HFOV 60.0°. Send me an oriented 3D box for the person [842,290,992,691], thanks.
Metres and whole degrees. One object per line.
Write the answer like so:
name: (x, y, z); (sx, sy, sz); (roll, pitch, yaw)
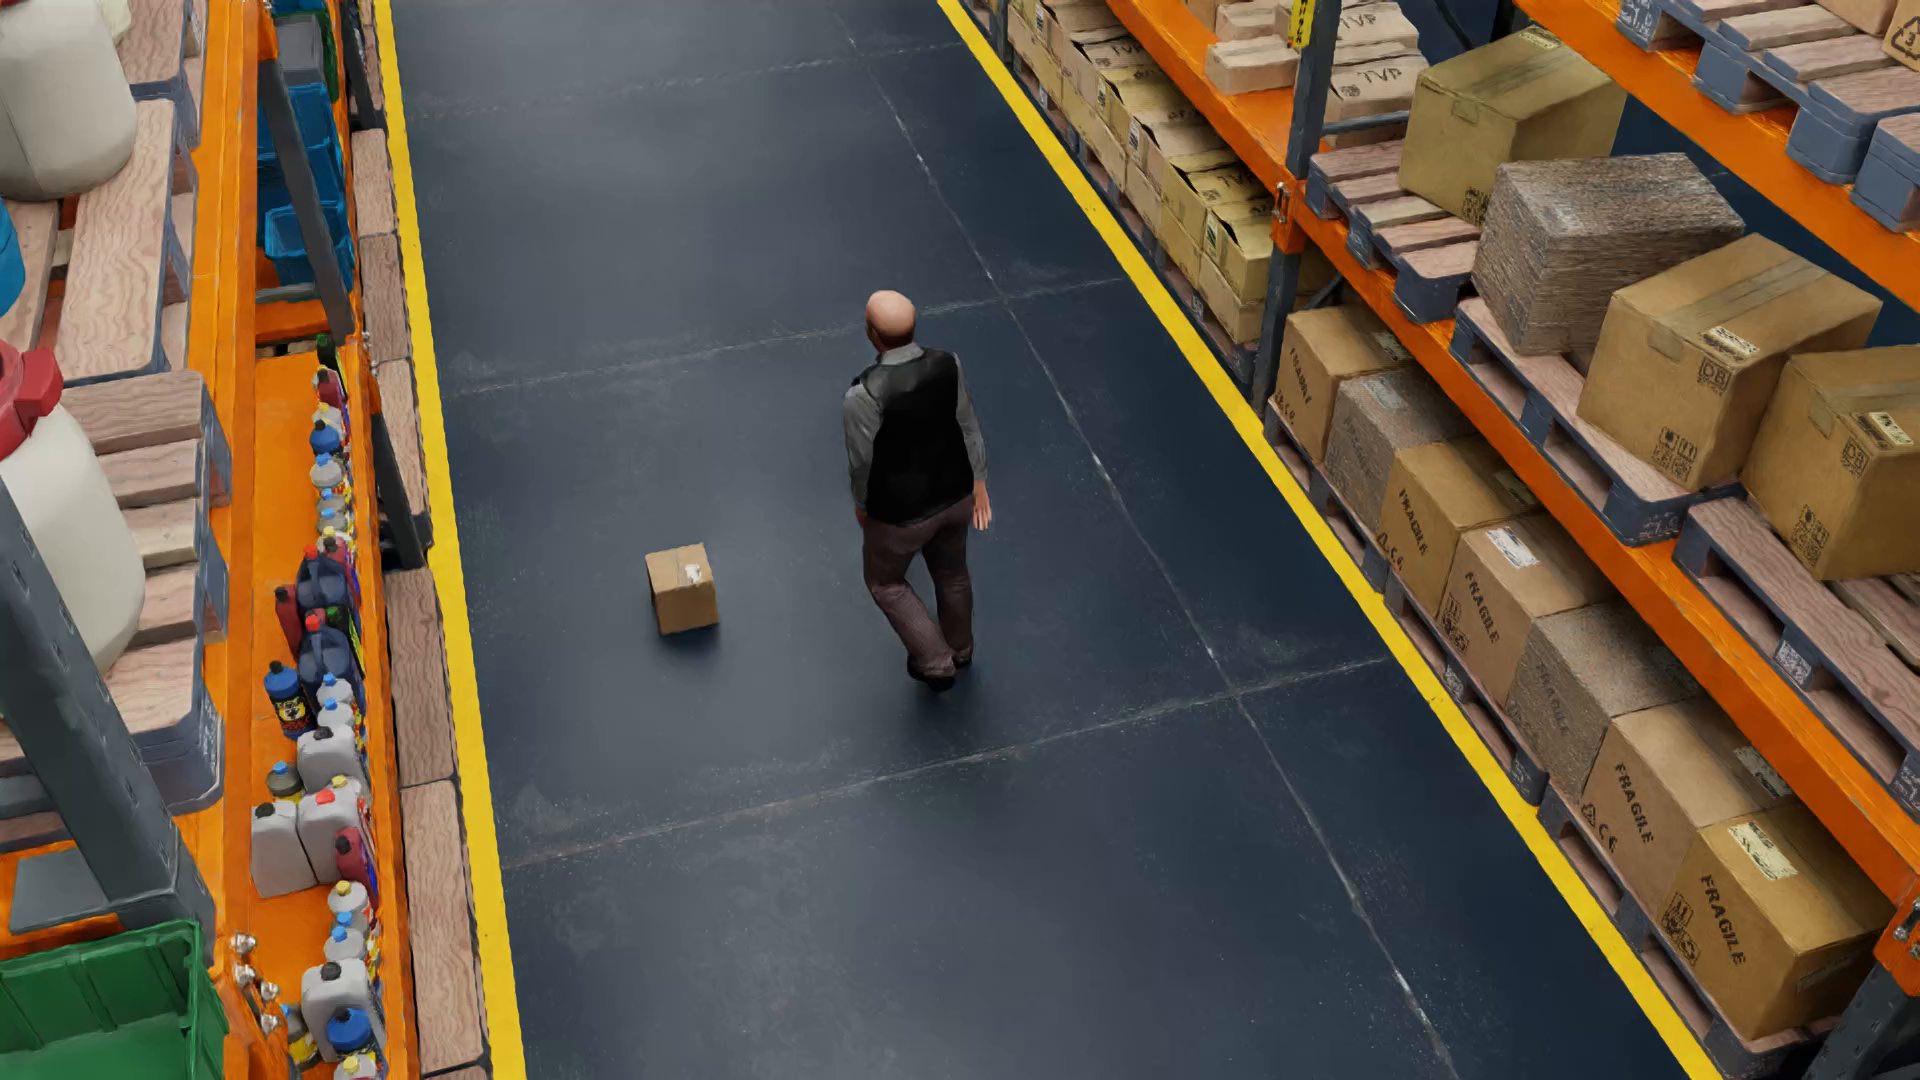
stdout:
person: (-0.146, -0.135, 6.339); (0.547, 1.700, 0.620); (-28, 49, -28)
